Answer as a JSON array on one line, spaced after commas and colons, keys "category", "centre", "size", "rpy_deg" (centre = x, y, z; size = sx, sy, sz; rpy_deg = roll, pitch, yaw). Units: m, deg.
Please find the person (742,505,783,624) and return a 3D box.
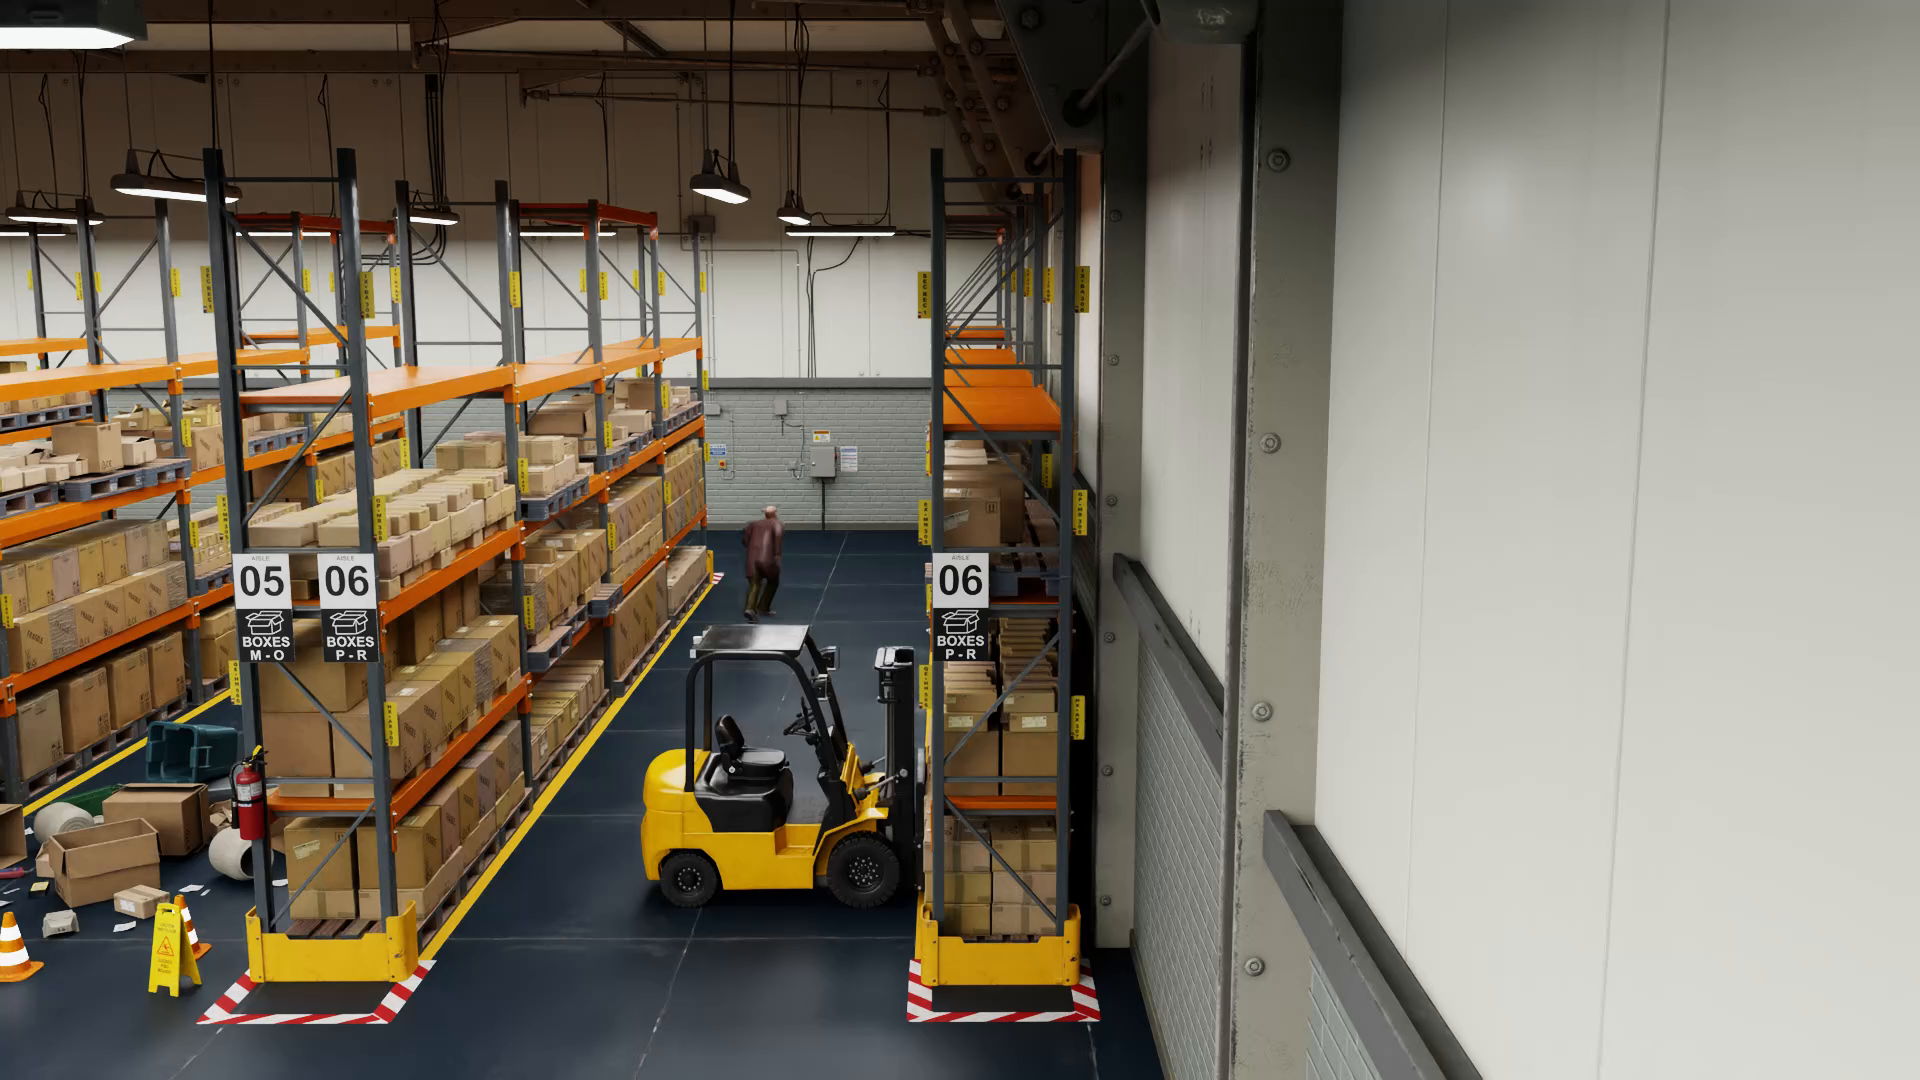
[{"category": "person", "centre": [-2.859, 0.379, 23.599], "size": [0.698, 1.607, 1.101], "rpy_deg": [3, 10, 19]}]
